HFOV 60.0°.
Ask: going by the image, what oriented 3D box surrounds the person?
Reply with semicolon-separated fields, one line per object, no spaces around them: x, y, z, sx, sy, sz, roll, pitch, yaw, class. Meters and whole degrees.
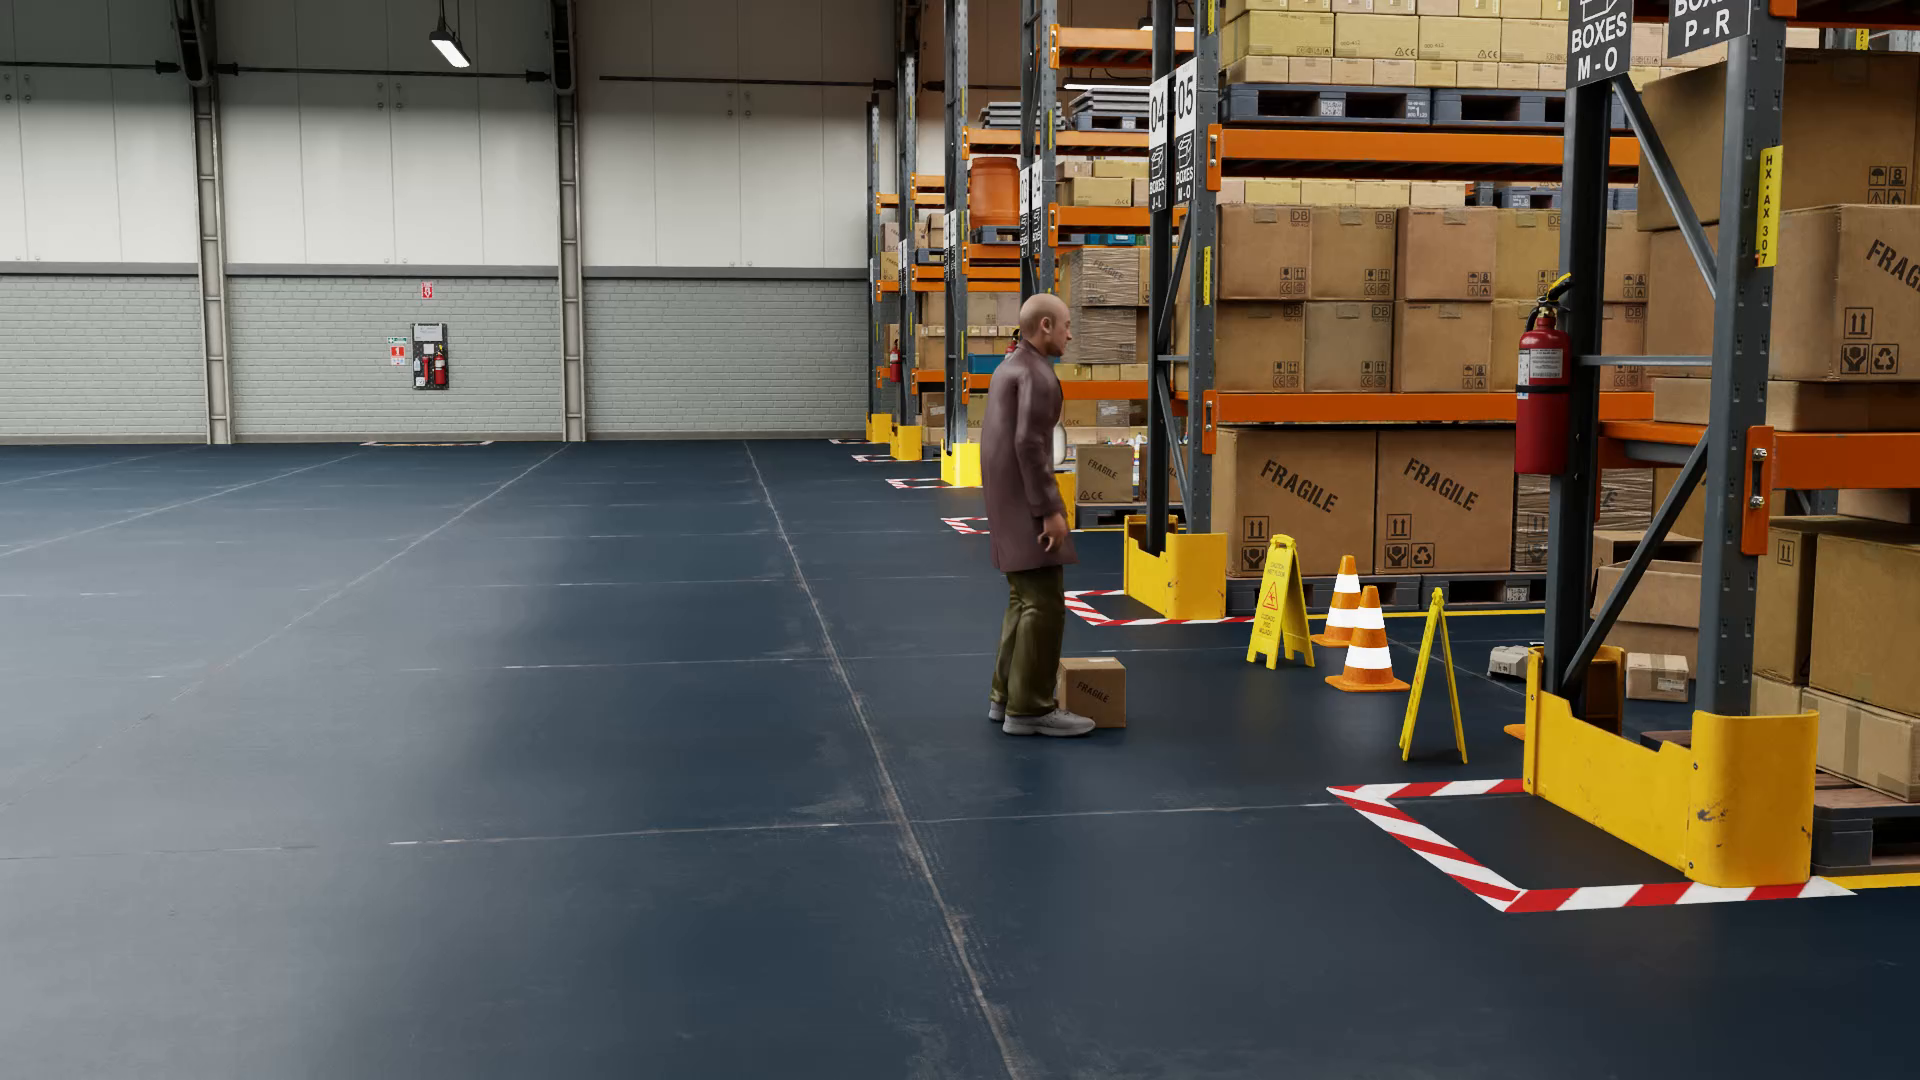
0.300;-0.116;6.816;0.427;1.774;0.644;-1;6;-8;person
